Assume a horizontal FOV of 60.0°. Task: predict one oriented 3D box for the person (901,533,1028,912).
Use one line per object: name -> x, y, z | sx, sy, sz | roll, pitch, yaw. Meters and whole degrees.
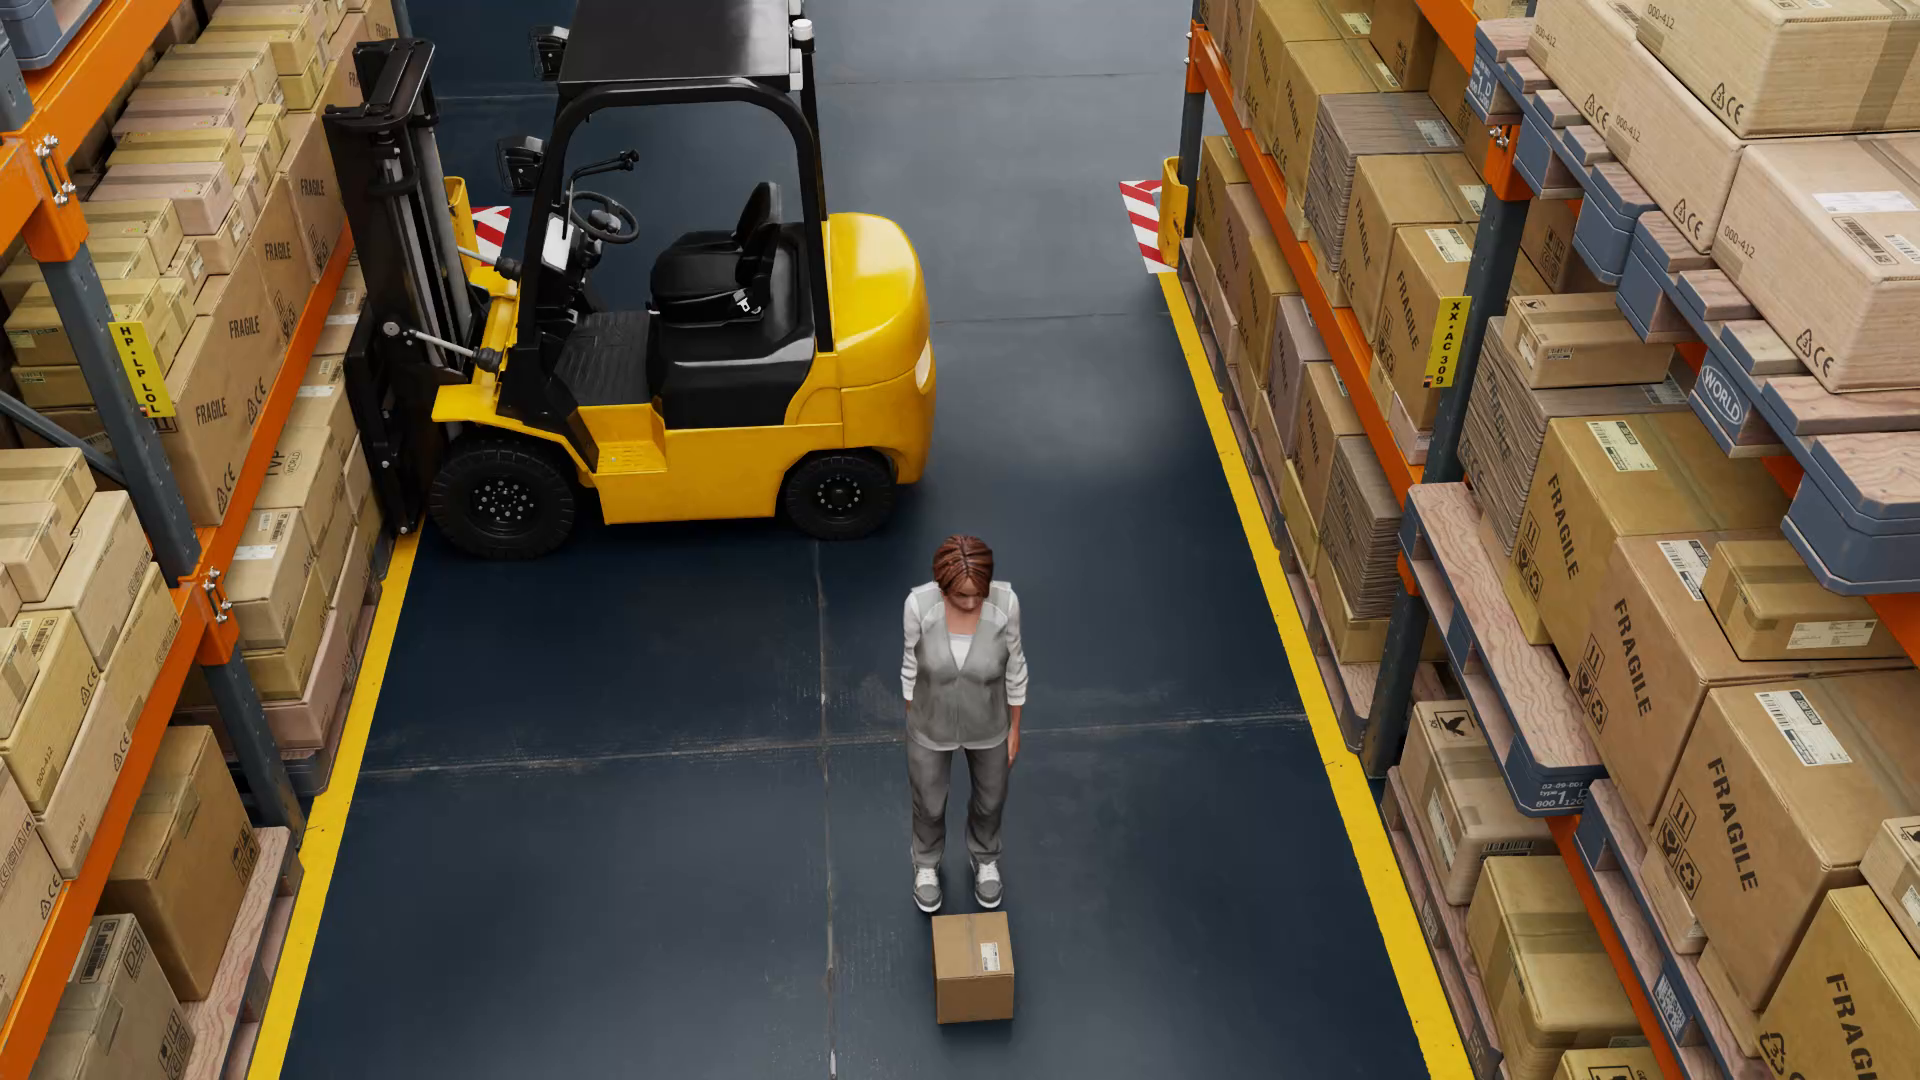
person -> 0.016, 0.606, 5.438 | 0.407, 1.594, 0.300 | -2, 40, -3
